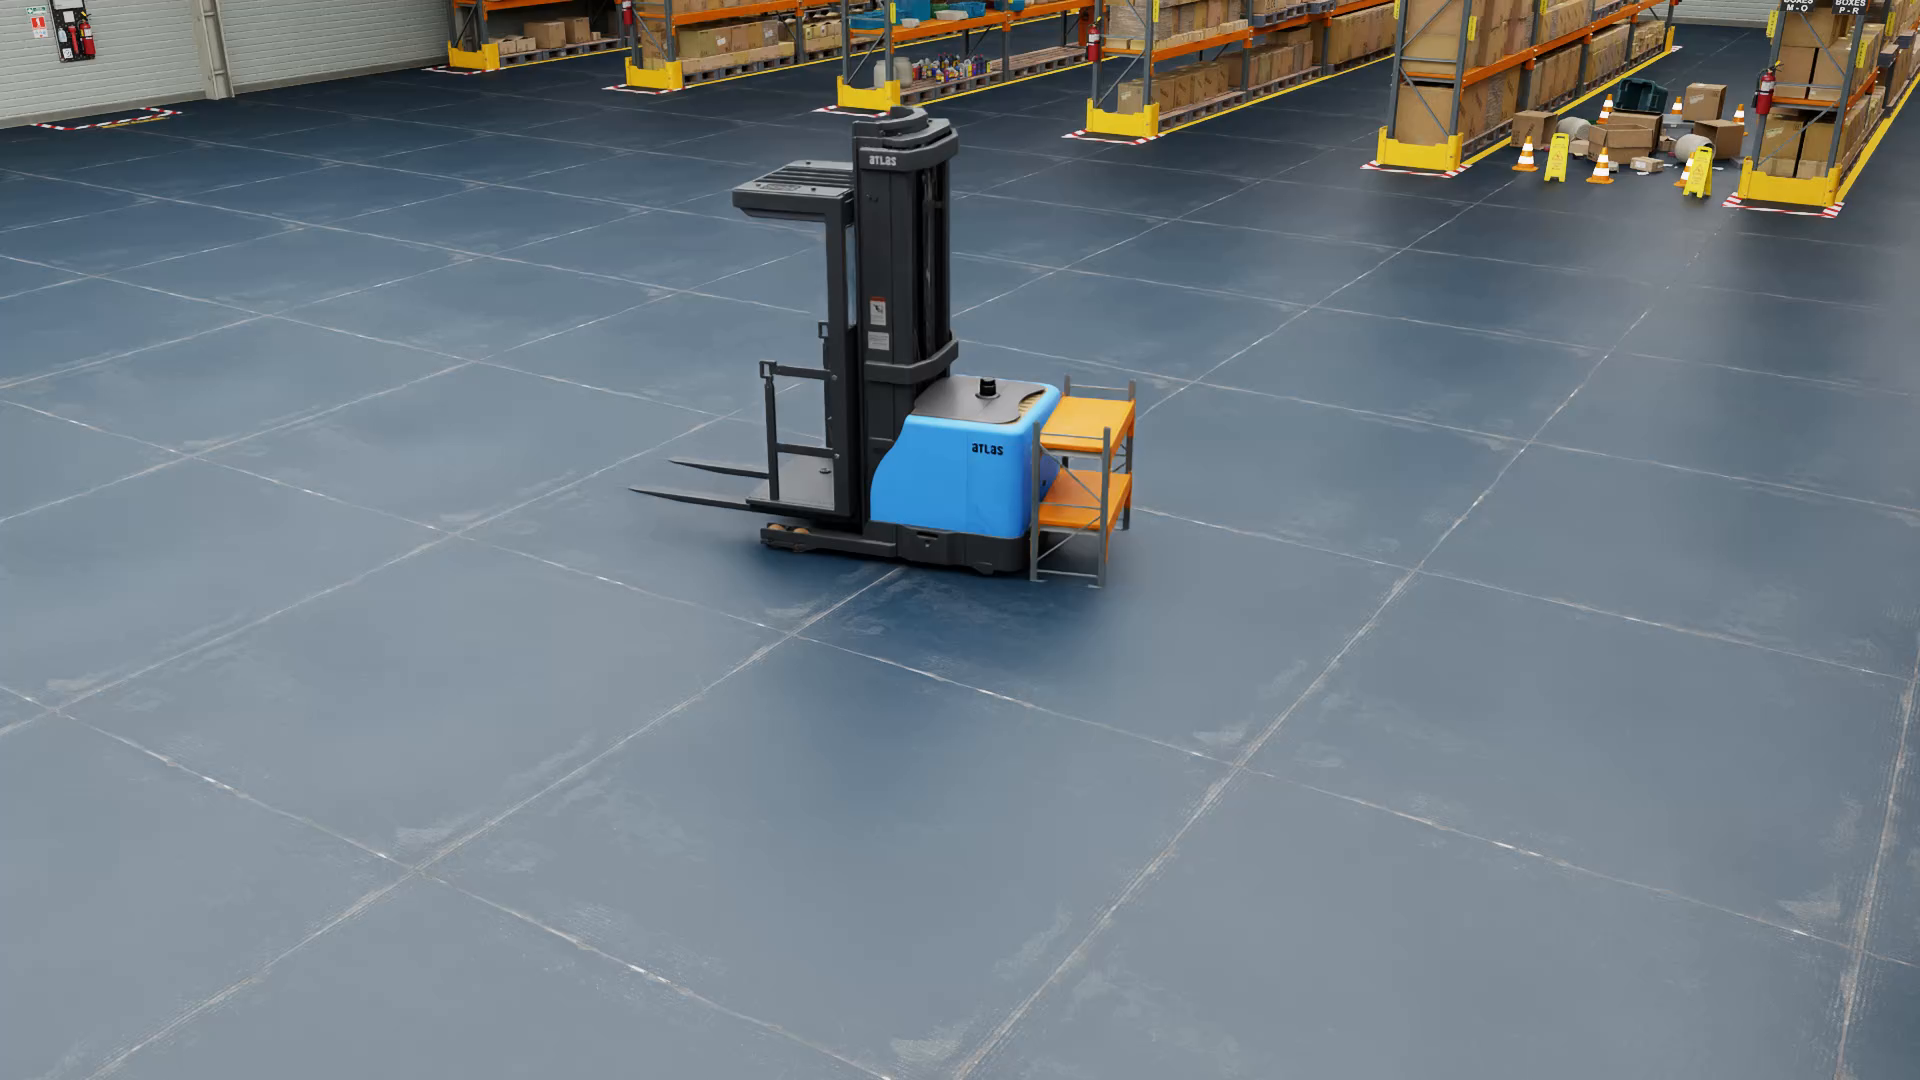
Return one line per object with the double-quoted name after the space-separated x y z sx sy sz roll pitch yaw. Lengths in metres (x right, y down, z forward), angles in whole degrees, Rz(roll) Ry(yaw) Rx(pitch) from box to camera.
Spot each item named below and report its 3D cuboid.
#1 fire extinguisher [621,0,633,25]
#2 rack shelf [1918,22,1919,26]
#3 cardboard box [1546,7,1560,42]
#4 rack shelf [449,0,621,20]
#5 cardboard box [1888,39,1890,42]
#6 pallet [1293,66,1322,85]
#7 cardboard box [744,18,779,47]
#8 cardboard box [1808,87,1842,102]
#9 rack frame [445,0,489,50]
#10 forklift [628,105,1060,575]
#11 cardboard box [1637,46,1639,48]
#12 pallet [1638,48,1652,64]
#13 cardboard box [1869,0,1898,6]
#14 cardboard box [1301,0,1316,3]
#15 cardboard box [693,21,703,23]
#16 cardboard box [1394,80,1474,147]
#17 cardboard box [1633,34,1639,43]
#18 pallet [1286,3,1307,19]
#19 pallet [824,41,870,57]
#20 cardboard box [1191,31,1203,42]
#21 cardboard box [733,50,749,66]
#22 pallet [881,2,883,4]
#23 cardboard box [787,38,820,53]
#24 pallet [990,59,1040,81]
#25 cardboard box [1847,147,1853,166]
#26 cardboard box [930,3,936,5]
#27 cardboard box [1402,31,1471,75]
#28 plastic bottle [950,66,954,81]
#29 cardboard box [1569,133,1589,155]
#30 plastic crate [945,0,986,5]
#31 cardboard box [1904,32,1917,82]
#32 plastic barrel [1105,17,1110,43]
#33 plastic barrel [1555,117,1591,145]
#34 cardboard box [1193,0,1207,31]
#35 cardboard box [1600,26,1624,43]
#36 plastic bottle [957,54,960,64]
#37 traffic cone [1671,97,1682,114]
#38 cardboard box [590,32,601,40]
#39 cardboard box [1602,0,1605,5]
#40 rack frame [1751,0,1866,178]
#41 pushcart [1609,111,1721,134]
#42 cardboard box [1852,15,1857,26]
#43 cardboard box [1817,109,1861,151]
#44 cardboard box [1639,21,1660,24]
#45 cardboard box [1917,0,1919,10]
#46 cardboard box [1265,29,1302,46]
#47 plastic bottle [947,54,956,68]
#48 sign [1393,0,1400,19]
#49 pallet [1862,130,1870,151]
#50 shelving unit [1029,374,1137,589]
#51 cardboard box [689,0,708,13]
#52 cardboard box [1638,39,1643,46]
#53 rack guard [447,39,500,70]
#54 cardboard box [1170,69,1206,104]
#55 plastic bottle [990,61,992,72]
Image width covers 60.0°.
-6.277 -10.079 31.353 0.296 0.674 0.183 14 27 29 "fire extinguisher"
18.398 -10.298 32.667 1.077 0.370 4.000 14 27 29 "rack shelf"
9.636 -8.593 27.699 0.500 0.500 0.500 14 27 29 "cardboard box"
-8.976 -11.438 35.302 1.077 0.370 4.000 14 27 29 "rack shelf"
14.210 -7.806 25.793 0.380 0.149 0.250 14 27 29 "cardboard box"
6.400 -9.136 32.589 1.003 0.211 1.213 14 27 29 "pallet"
-4.043 -10.313 33.786 0.500 0.500 0.500 14 27 29 "cardboard box"
11.368 -5.859 21.824 0.380 0.149 0.250 14 27 29 "cardboard box"
-10.031 -11.093 33.600 1.000 3.000 0.127 14 27 29 "rack frame"
-0.869 -1.447 11.403 3.031 2.935 1.130 8 25 17 "forklift"
13.868 -10.177 34.542 0.380 0.149 0.250 13 27 28 "cardboard box"
14.051 -10.324 35.332 1.003 0.211 1.213 14 27 29 "pallet"
13.671 -8.010 24.632 0.380 0.149 0.250 14 27 29 "cardboard box"
6.353 -10.518 31.616 0.700 0.500 0.500 19 30 37 "cardboard box"
-6.517 -12.445 39.314 0.700 0.500 0.500 14 27 29 "cardboard box"
7.056 -6.366 24.826 0.875 0.875 0.875 14 27 29 "cardboard box"
13.637 -10.267 34.001 0.380 0.149 0.250 15 28 31 "cardboard box"
5.804 -9.915 31.118 1.003 0.211 1.213 14 27 29 "pallet"
-2.712 -10.797 36.425 1.003 0.211 1.213 14 27 29 "pallet"
3.820 -8.396 27.686 0.380 0.149 0.250 14 27 29 "cardboard box"
-4.556 -9.628 33.147 0.500 0.250 0.500 14 27 29 "cardboard box"
-1.946 -14.928 45.967 1.003 0.211 1.213 14 27 29 "pallet"
-3.287 -10.422 34.981 0.500 0.250 0.500 13 27 28 "cardboard box"
0.877 -9.361 33.108 1.003 0.211 1.213 14 27 29 "pallet"
12.226 -5.405 23.393 0.500 0.250 0.500 16 28 32 "cardboard box"
-0.577 -12.251 38.867 0.500 0.500 0.500 13 27 28 "cardboard box"
6.911 -7.109 24.208 0.875 0.550 0.550 14 27 29 "cardboard box"
-0.160 -8.663 30.867 0.097 0.271 0.097 0 23 0 "plastic bottle"
9.522 -6.035 25.357 0.396 0.266 0.258 20 30 38 "cardboard box"
0.112 -10.189 31.588 0.767 0.338 0.504 14 27 29 "plastic crate"
17.084 -8.944 30.781 0.875 0.875 0.875 15 27 31 "cardboard box"
3.071 -11.146 36.325 0.421 0.512 0.421 0 23 0 "plastic barrel"
9.569 -6.369 25.930 0.421 0.421 0.512 -7 24 -17 "plastic barrel"
3.643 -8.862 27.944 0.875 0.500 0.500 14 27 29 "cardboard box"
12.623 -9.871 32.449 0.500 0.250 0.500 15 28 31 "cardboard box"
-0.045 -9.301 32.341 0.097 0.271 0.097 0 23 0 "plastic bottle"
11.891 -7.108 27.586 0.336 0.463 0.334 14 27 29 "traffic cone"
-8.178 -11.158 36.762 0.380 0.166 0.250 10 25 22 "cardboard box"
11.806 -10.065 31.012 0.380 0.149 0.250 15 28 31 "cardboard box"
11.013 -5.903 21.609 1.000 3.000 0.127 14 27 29 "rack frame"
11.159 -6.510 26.313 1.648 0.377 0.936 5 24 11 "pushcart"
12.706 -7.791 24.212 0.700 0.500 0.500 14 27 28 "cardboard box"
12.229 -5.745 23.234 0.500 0.500 0.500 14 27 30 "cardboard box"
14.949 -11.159 36.062 0.380 0.149 0.250 14 27 30 "cardboard box"
16.791 -9.567 29.634 0.500 0.250 0.500 15 27 30 "cardboard box"
6.214 -9.665 31.948 0.500 0.250 0.500 17 29 35 "cardboard box"
-0.160 -9.138 31.863 0.144 0.351 0.185 14 27 29 "plastic bottle"
6.300 -7.664 23.923 0.100 0.325 0.005 14 27 29 "sign"
13.532 -6.236 25.889 1.003 0.211 1.213 14 27 29 "pallet"
0.842 -0.416 11.295 0.538 1.125 1.048 6 24 13 "shelving unit"
-5.290 -10.436 31.954 0.700 0.500 0.500 15 27 30 "cardboard box"
14.012 -10.405 34.694 0.380 0.149 0.250 15 28 31 "cardboard box"
-9.991 -9.972 34.156 1.175 0.500 0.348 14 27 29 "rack guard"
3.902 -7.827 28.673 0.500 0.500 0.500 11 26 24 "cardboard box"
0.569 -9.097 31.957 0.097 0.201 0.097 0 23 0 "plastic bottle"
